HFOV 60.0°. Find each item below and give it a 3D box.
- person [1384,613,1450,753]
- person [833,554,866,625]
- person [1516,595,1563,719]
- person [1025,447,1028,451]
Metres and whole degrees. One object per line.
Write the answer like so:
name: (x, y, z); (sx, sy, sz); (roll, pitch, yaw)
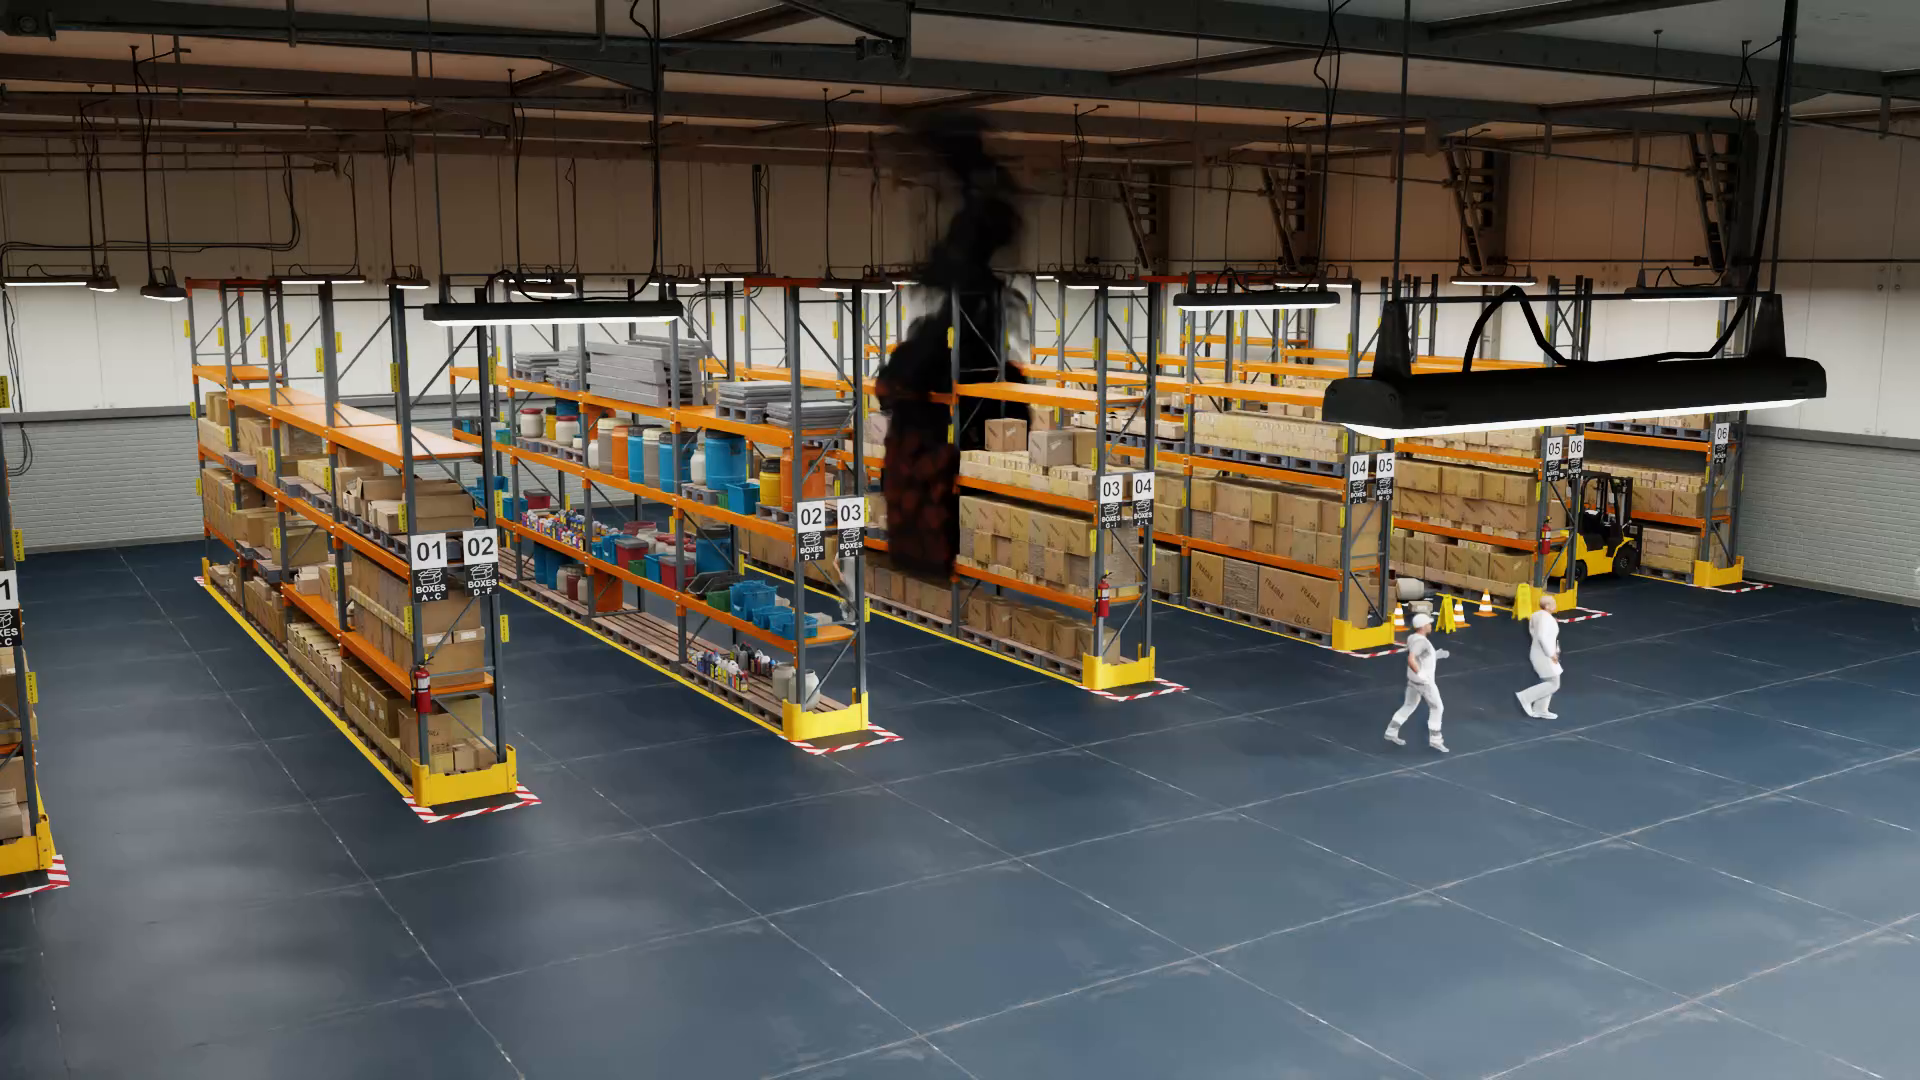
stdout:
person: (5.947, 1.855, 21.517); (0.840, 1.834, 0.653); (-1, 10, -6)
person: (-1.851, 0.698, 28.991); (0.565, 1.612, 0.545); (-7, 12, -36)
person: (8.065, 1.667, 23.145); (0.636, 1.665, 0.731); (1, 10, 4)
person: (1.616, -1.990, 44.685); (0.646, 1.753, 0.766); (0, 10, -2)
